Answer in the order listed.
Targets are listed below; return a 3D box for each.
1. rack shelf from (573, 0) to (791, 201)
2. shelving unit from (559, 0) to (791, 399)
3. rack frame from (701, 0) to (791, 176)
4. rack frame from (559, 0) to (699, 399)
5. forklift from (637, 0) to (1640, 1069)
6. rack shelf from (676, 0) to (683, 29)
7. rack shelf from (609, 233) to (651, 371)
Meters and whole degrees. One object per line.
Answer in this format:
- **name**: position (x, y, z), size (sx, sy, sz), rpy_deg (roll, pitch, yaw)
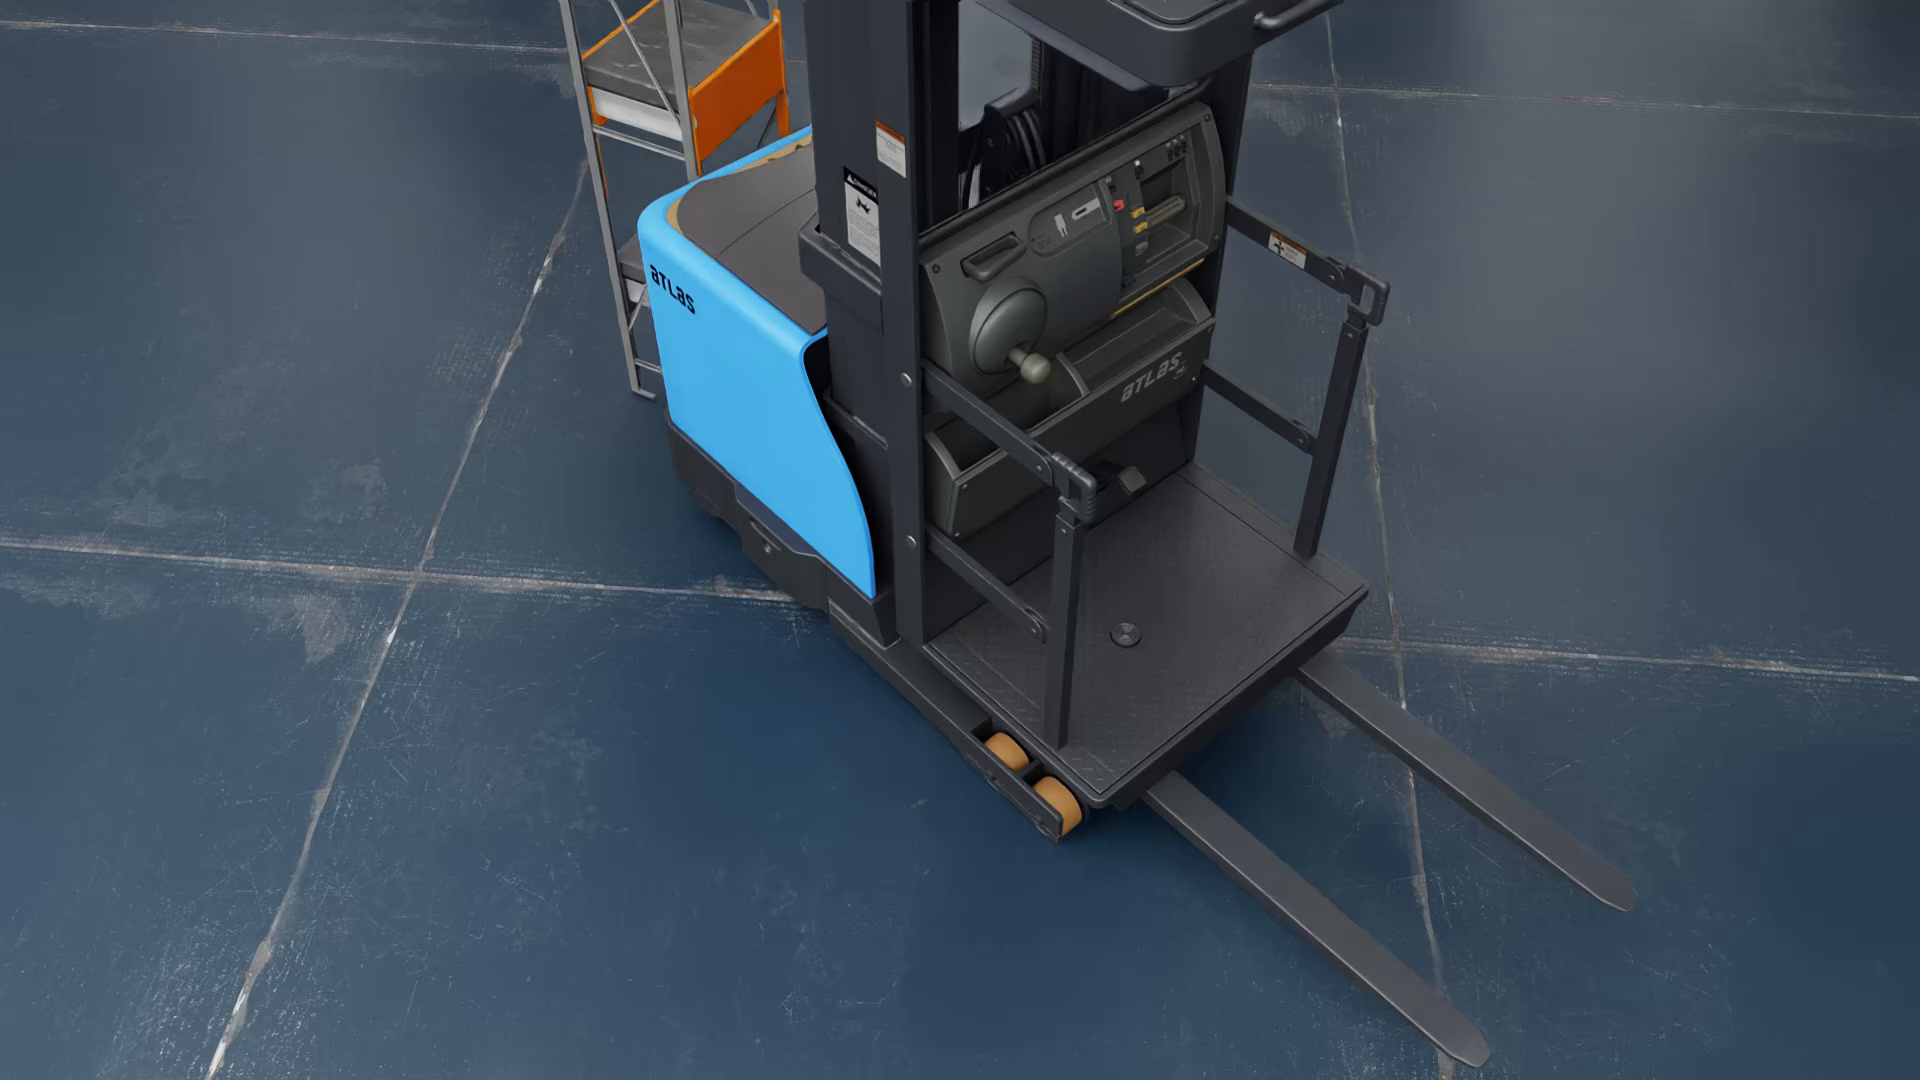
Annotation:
- **rack shelf**: position (-0.827, -1.311, 5.040), size (0.431, 0.518, 0.480), rpy_deg (21, 50, 18)
- **shelving unit**: position (-0.827, -1.320, 5.030), size (0.431, 2.100, 0.503), rpy_deg (21, 50, 18)
- **rack frame**: position (-0.713, -1.477, 5.178), size (0.400, 2.100, 0.015), rpy_deg (21, 50, 18)
- **rack frame**: position (-0.941, -1.162, 4.883), size (0.400, 2.100, 0.015), rpy_deg (21, 50, 18)
- **forklift**: position (0.434, -0.615, 3.826), size (1.130, 2.935, 3.031), rpy_deg (-33, 56, -27)
- **rack shelf**: position (-0.824, -1.788, 4.528), size (0.431, 0.518, 0.480), rpy_deg (21, 50, 18)
- **rack shelf**: position (-0.831, -0.833, 5.553), size (0.431, 0.518, 0.480), rpy_deg (21, 50, 18)
